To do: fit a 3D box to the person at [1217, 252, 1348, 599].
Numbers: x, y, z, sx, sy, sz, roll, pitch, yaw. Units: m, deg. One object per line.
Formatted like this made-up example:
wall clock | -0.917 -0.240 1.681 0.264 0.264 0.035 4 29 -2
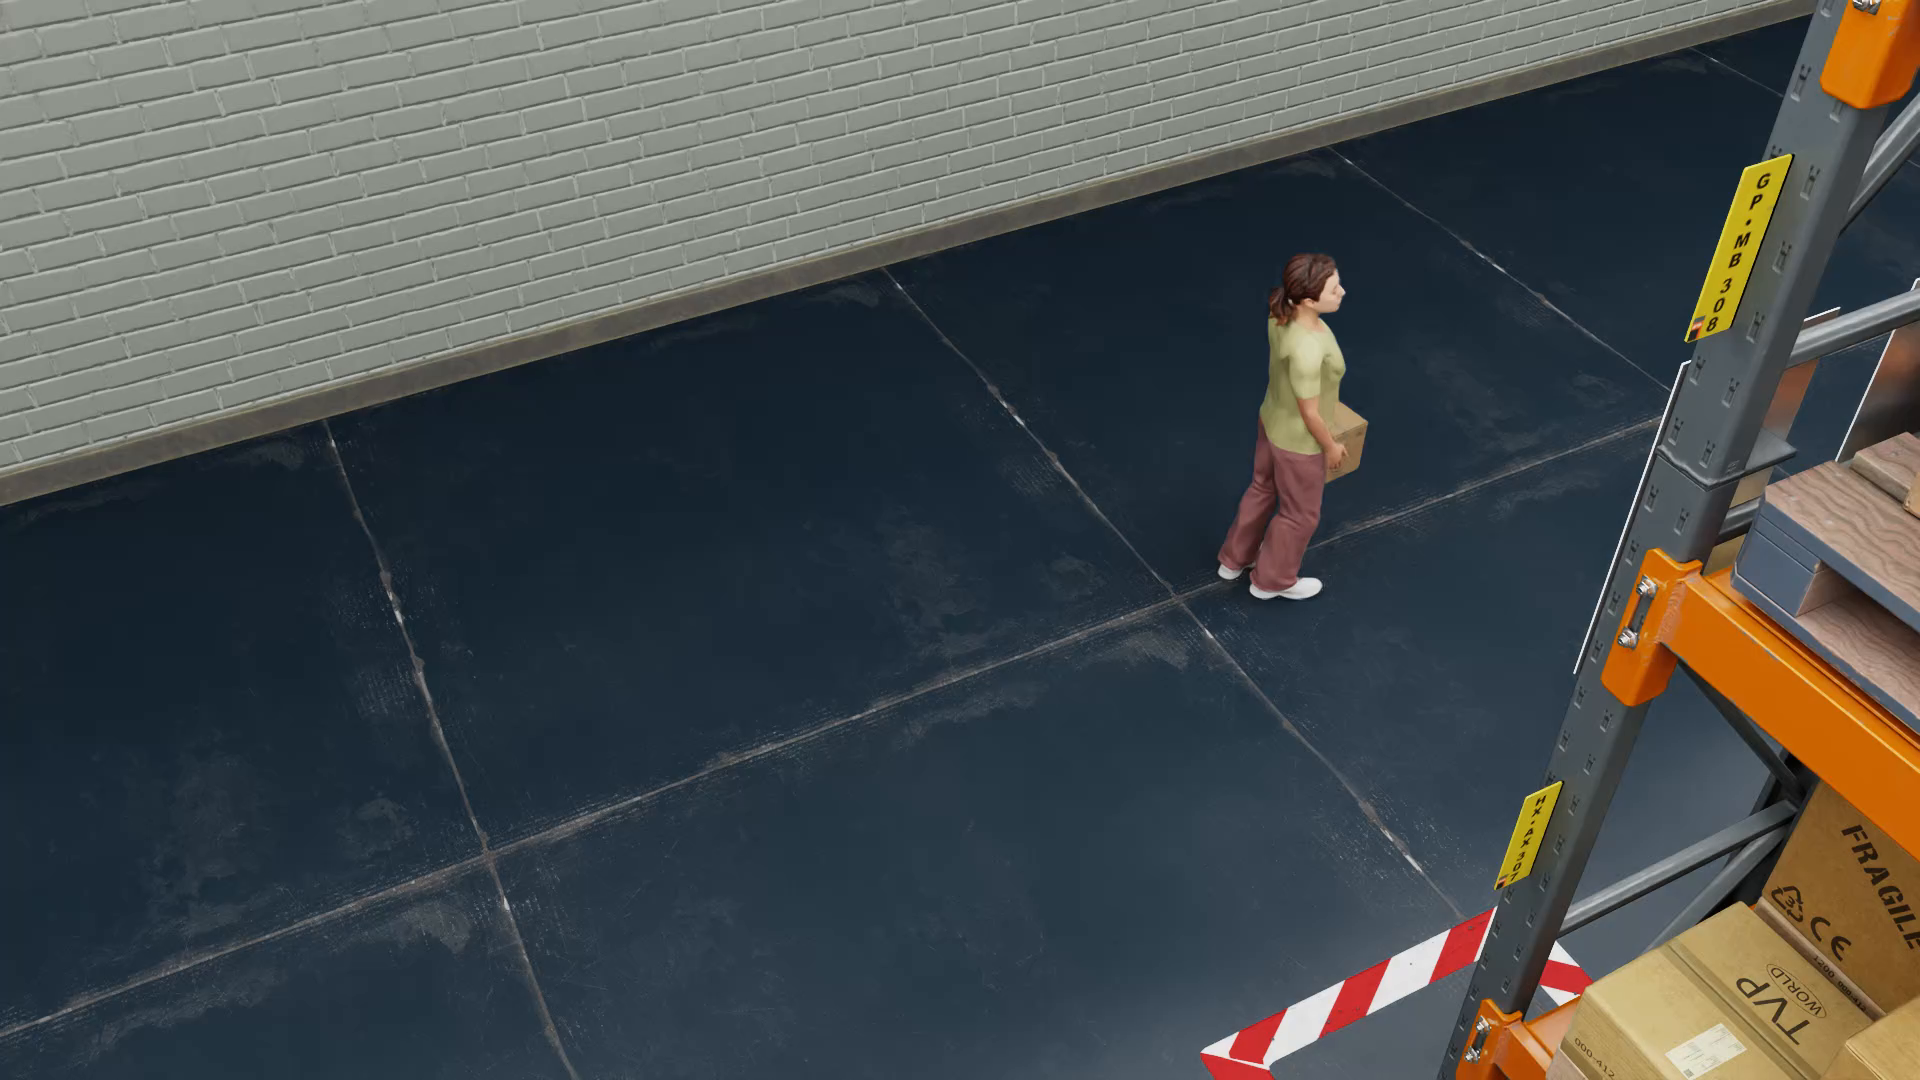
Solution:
person | 1.334 -0.428 6.646 0.433 1.669 0.473 -4 42 -5
